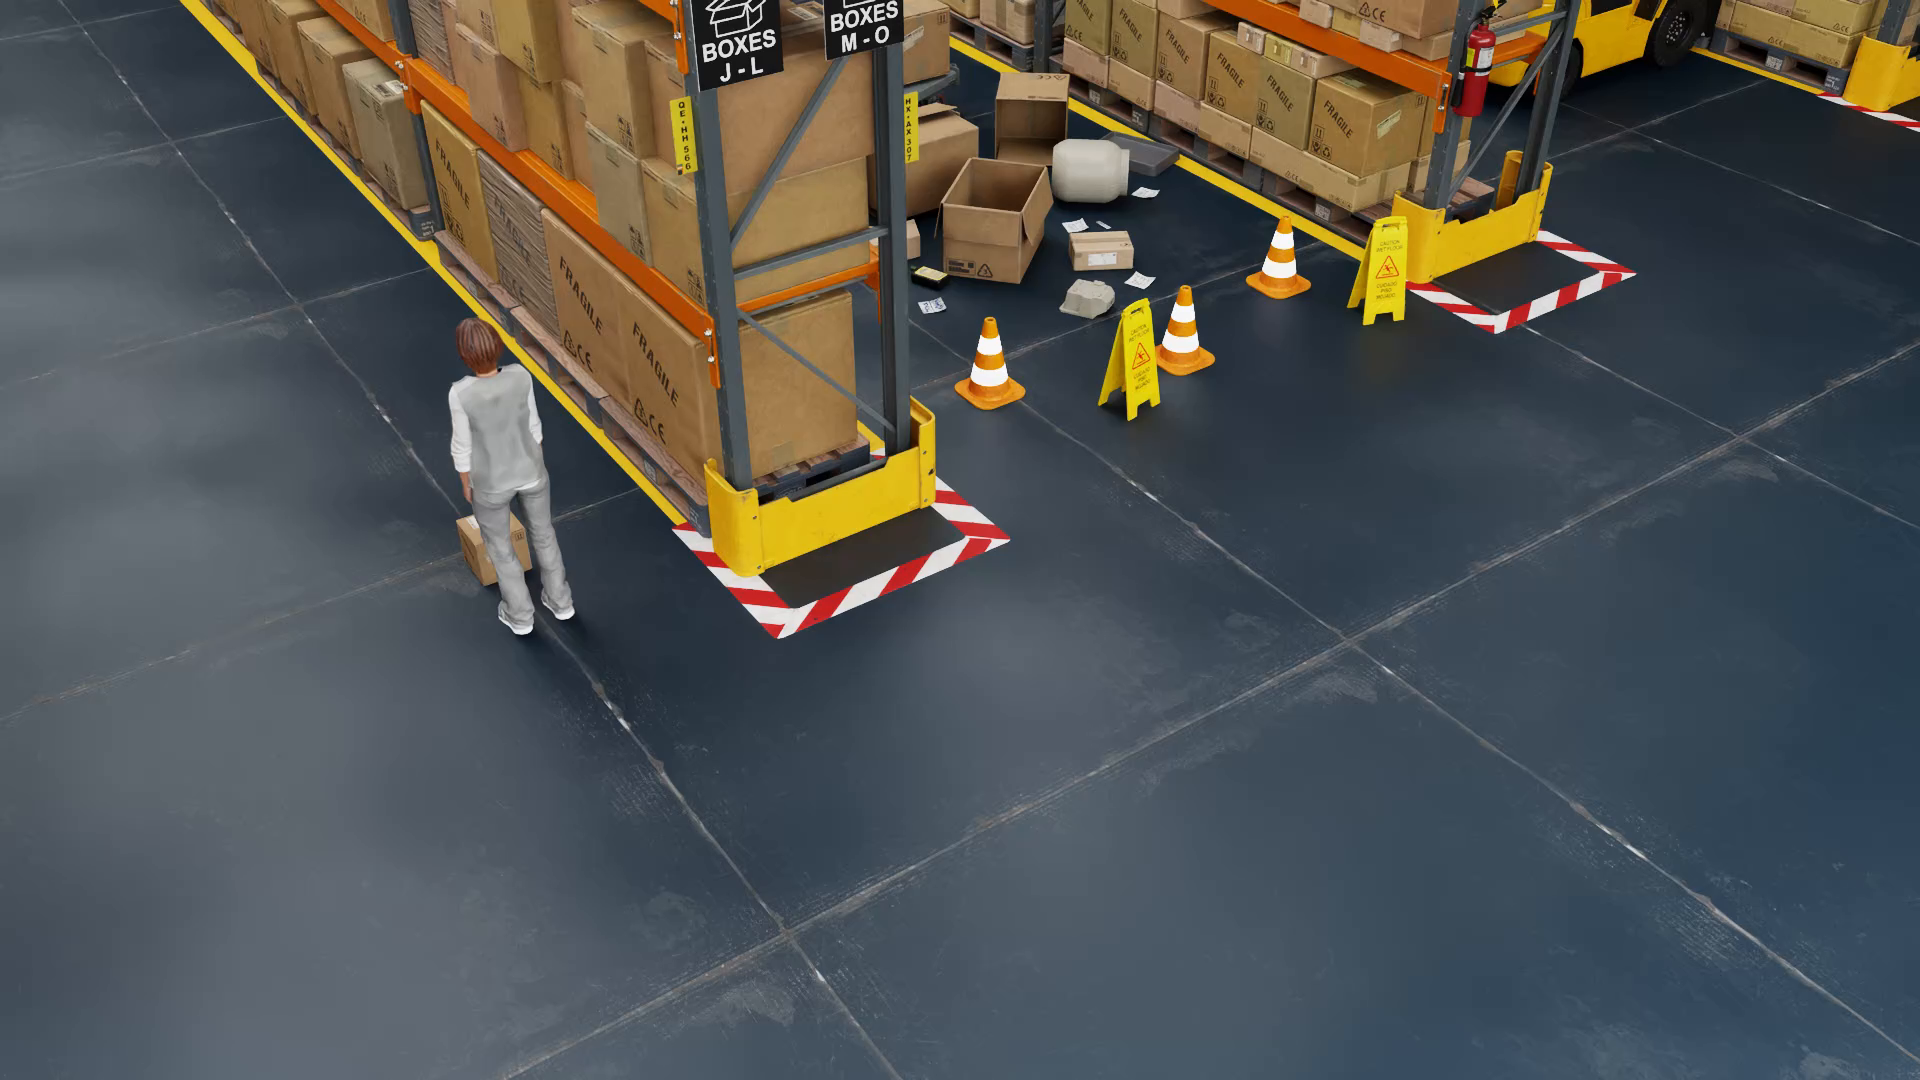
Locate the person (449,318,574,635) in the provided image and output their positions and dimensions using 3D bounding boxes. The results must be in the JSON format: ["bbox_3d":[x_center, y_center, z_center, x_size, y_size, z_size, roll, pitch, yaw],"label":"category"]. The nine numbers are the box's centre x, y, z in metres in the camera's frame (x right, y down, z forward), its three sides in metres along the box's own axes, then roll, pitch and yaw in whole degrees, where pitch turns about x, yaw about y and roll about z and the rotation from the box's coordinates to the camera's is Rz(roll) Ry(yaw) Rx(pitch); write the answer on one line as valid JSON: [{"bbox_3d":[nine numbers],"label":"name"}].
[{"bbox_3d":[-2.020,-0.266,7.376,0.407,1.596,0.303,-22,42,-27],"label":"person"}]
